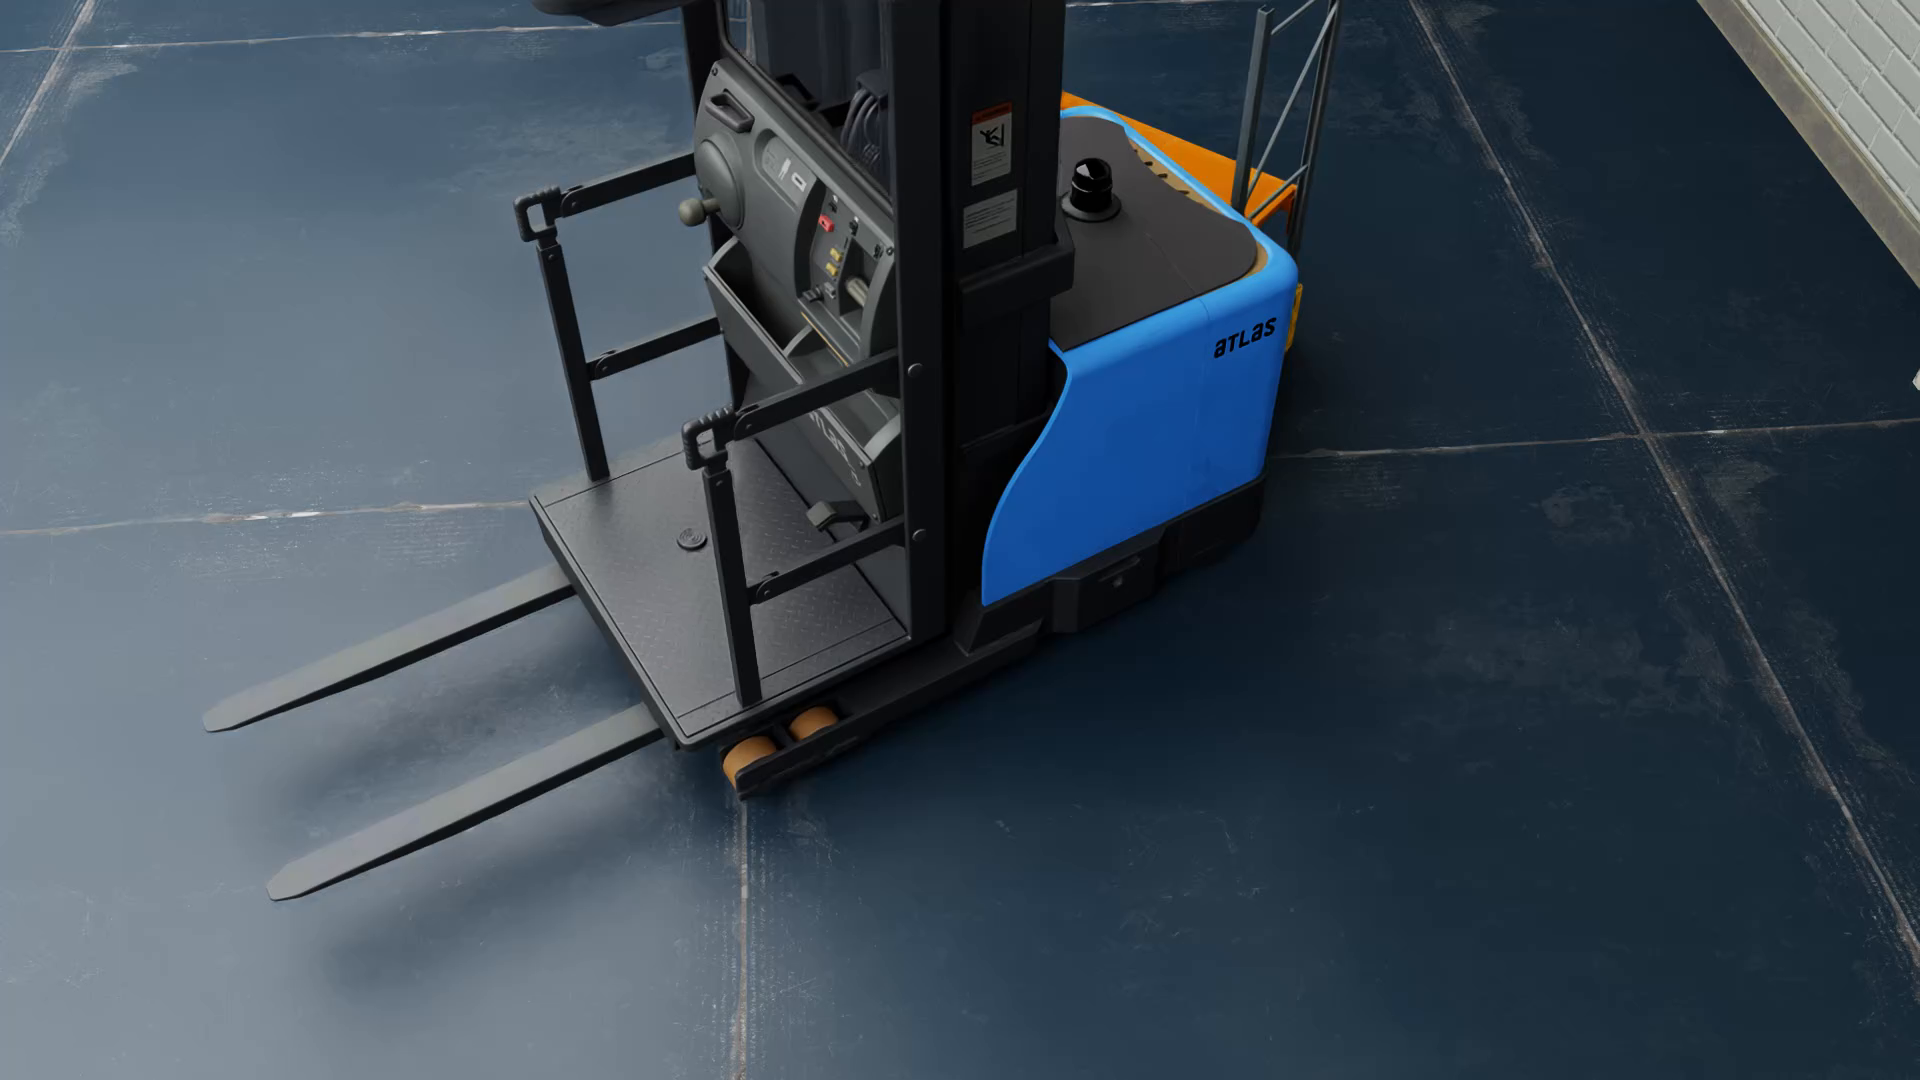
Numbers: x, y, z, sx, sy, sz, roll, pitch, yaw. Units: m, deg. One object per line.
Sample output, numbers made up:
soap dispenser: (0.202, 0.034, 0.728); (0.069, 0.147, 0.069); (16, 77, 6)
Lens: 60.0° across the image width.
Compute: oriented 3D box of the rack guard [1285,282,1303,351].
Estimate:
rack guard: (0.979, -0.643, 5.686); (0.087, 0.250, 0.587); (29, 53, 25)

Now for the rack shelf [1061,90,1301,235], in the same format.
rack shelf: (0.579, -1.175, 5.577); (1.000, 0.185, 0.538); (29, 53, 25)

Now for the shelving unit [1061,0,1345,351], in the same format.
shelving unit: (0.586, -1.294, 5.443); (1.083, 1.500, 0.587); (29, 53, 25)

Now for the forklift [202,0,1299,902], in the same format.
forklift: (-0.587, -0.749, 3.941); (3.031, 2.935, 1.130); (-24, 51, -21)

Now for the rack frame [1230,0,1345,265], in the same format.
rack frame: (0.980, -1.072, 5.232); (0.032, 1.500, 0.500); (29, 53, 25)
